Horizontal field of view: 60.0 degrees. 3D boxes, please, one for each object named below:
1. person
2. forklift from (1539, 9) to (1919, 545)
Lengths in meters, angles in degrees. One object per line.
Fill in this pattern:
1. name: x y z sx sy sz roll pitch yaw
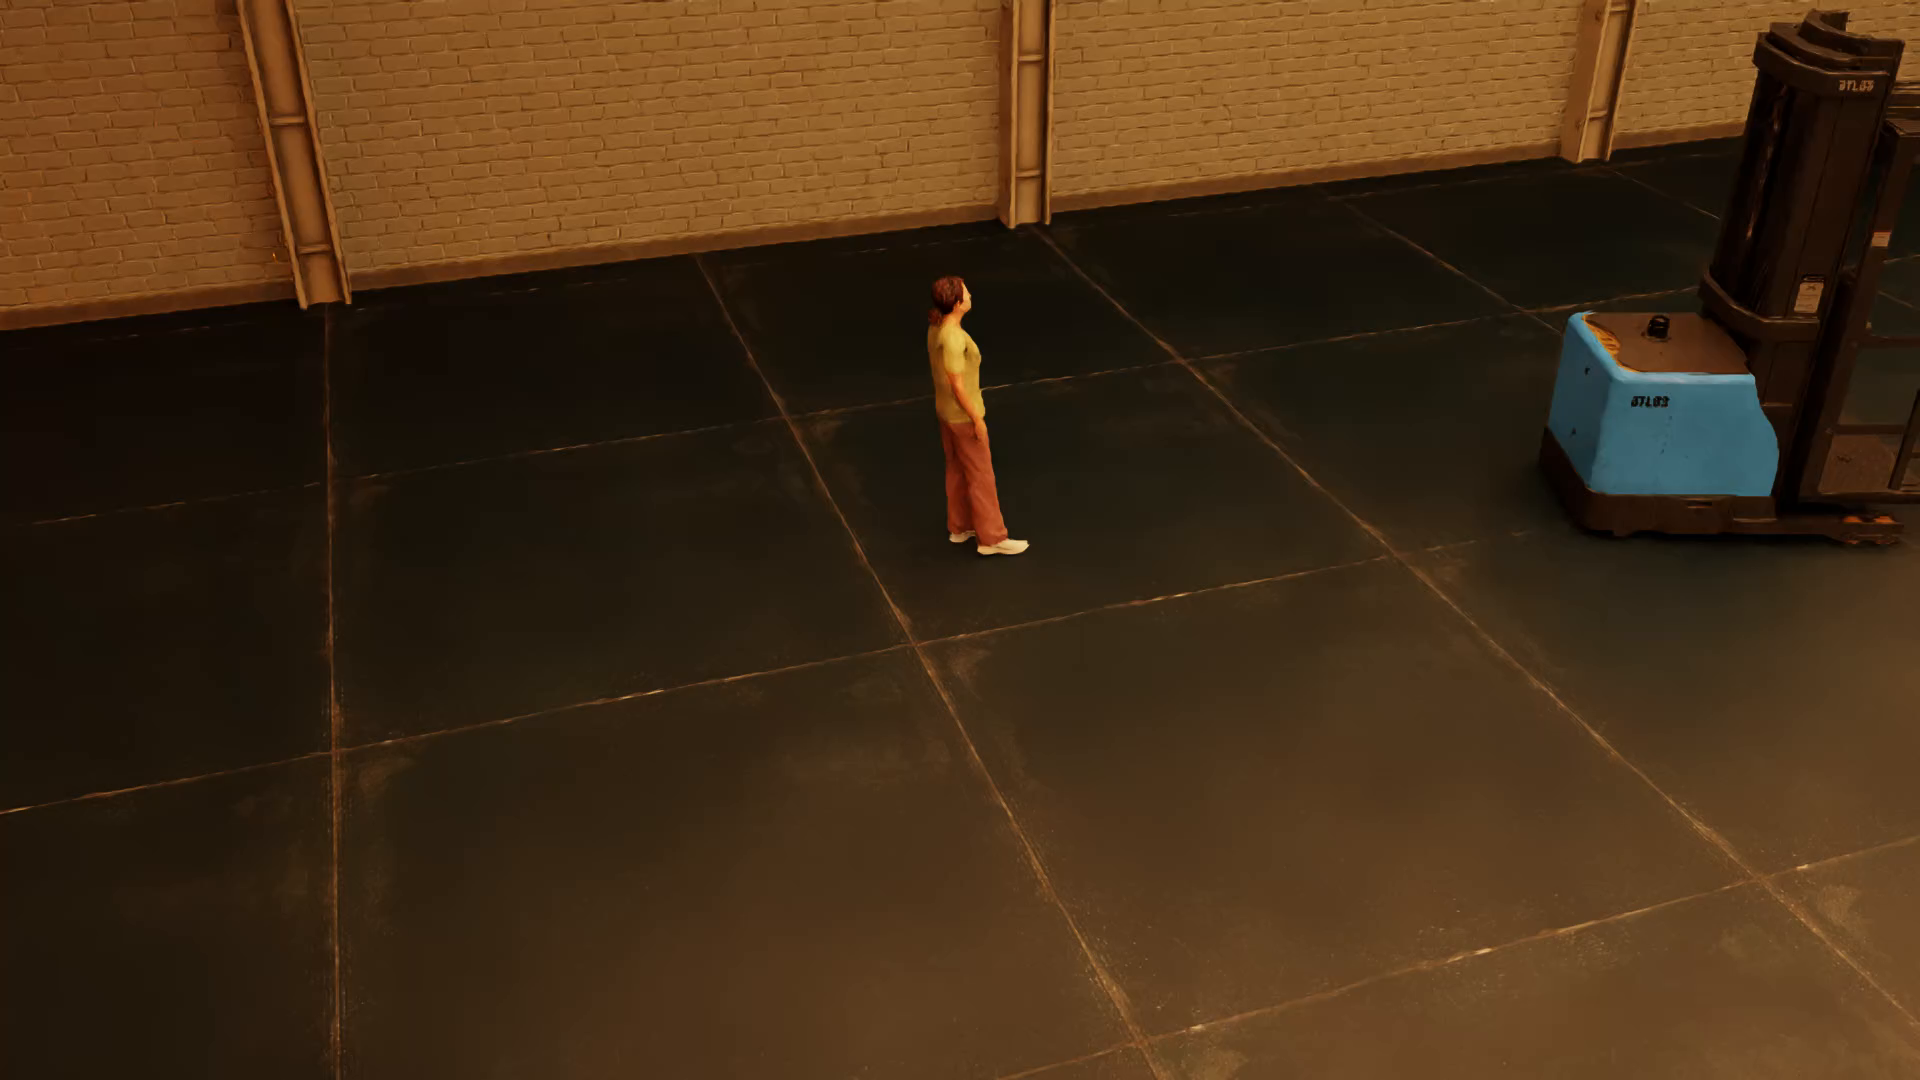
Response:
1. person: 0.074 -0.739 9.616 0.548 1.674 0.554 -10 31 -16
2. forklift: 5.268 -1.511 9.714 3.031 2.935 1.130 1 30 1
